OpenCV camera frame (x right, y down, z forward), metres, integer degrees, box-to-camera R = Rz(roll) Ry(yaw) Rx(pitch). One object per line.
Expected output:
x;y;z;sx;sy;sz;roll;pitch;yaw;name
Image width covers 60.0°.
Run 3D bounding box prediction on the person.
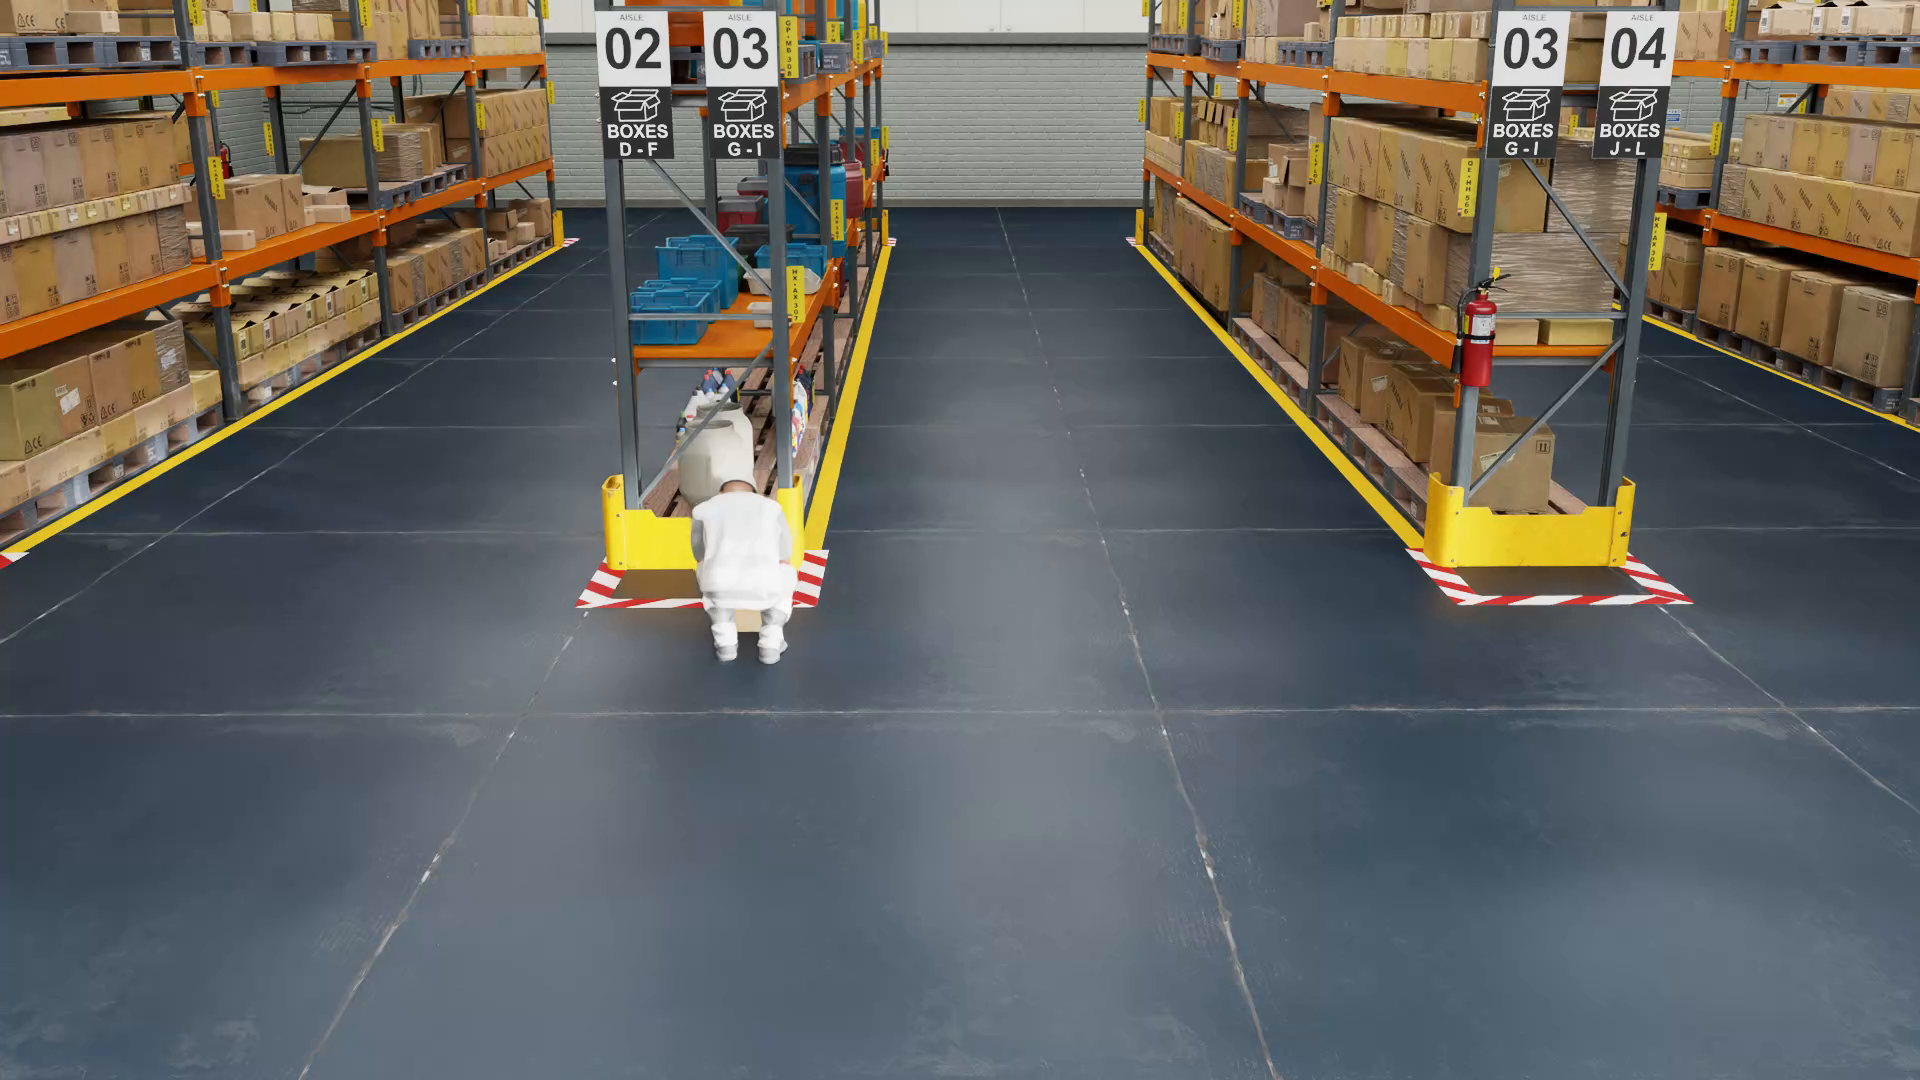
-1.128;0.137;8.618;0.567;0.883;0.888;0;17;-1;person
